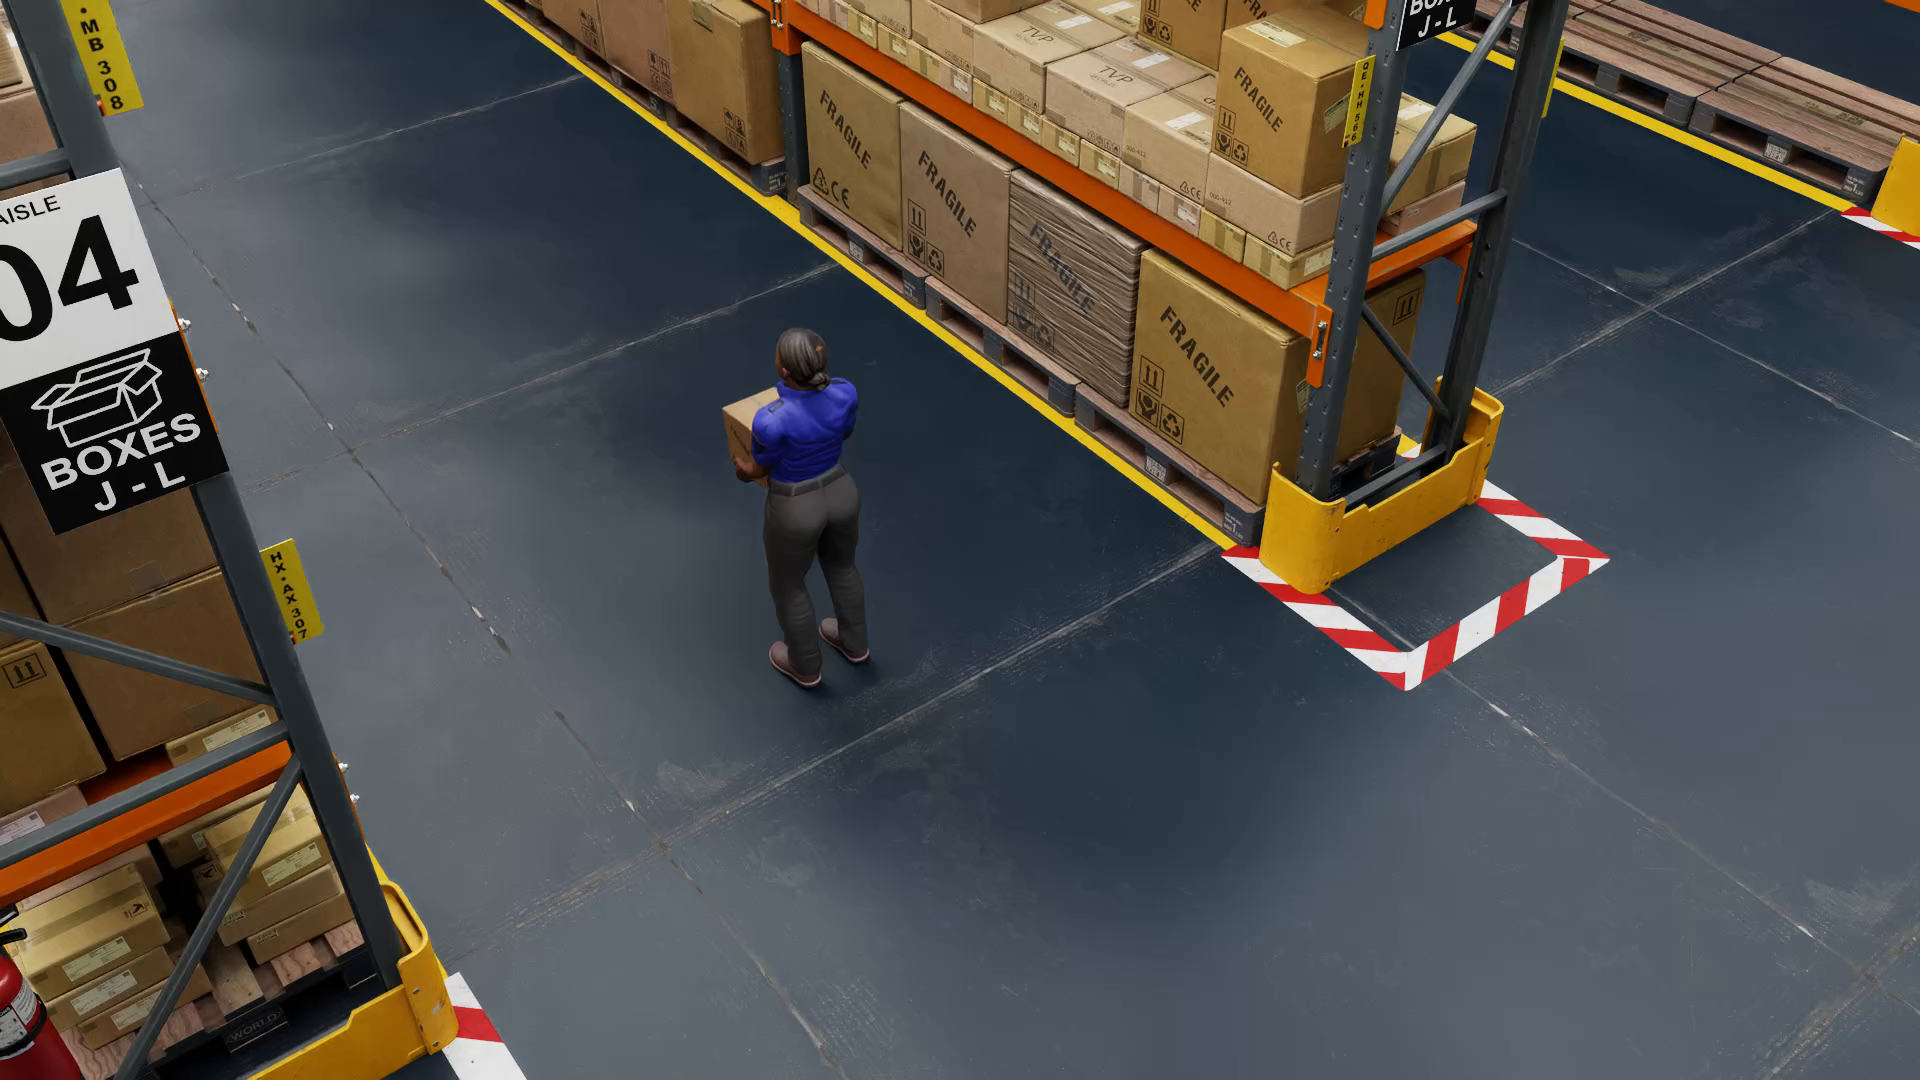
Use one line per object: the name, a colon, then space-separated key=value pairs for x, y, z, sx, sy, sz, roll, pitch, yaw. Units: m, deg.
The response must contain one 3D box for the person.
person: x=-0.615 y=-0.170 z=6.367 sx=0.451 sy=1.651 sz=0.510 roll=-26 pitch=47 yaw=-27
